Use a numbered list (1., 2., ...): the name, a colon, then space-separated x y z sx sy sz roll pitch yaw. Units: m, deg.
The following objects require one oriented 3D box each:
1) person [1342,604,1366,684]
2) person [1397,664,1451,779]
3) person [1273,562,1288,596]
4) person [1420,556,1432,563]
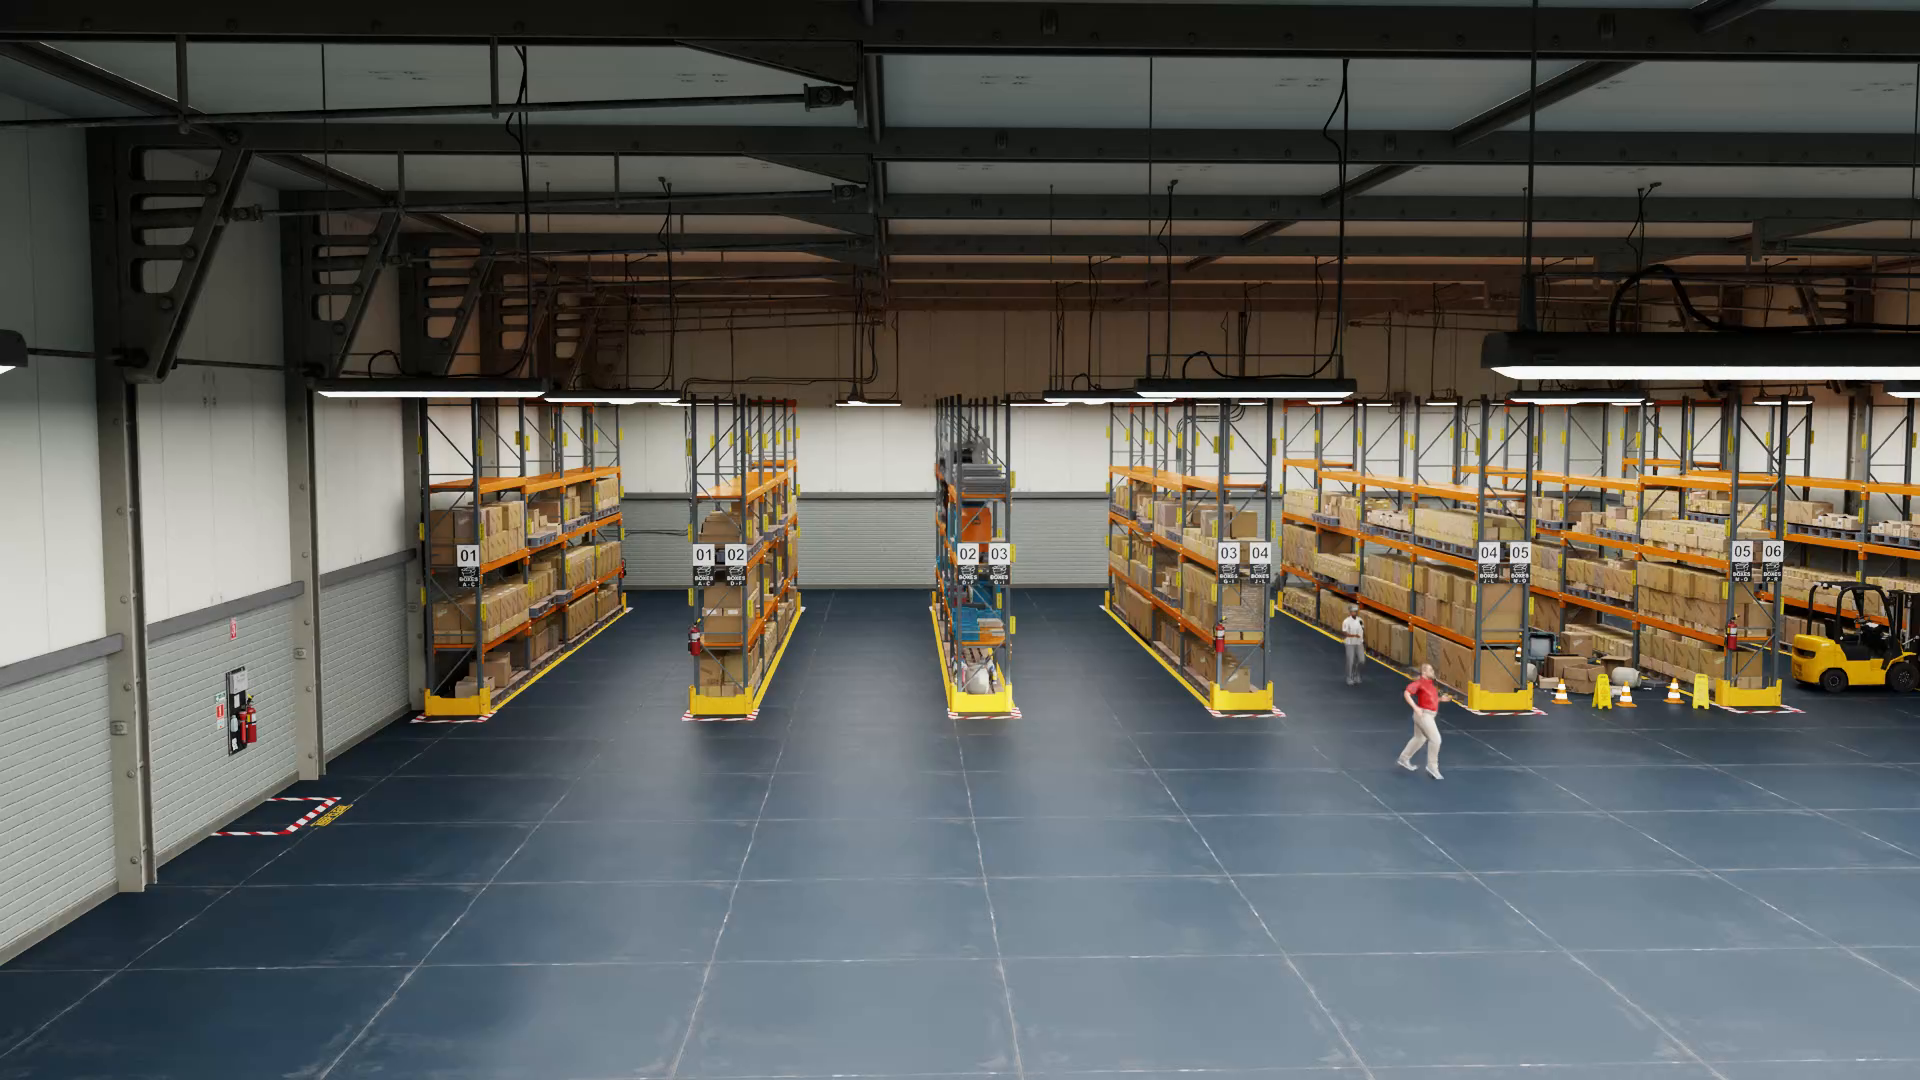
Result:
1. person: 8.198 2.164 34.484 0.549 1.671 0.649 0 5 -6
2. person: 7.263 2.828 26.019 0.796 1.803 0.642 2 5 25
3. person: 9.489 1.062 49.141 0.513 1.573 0.689 1 5 16
4. person: 13.787 0.993 49.305 0.645 1.666 0.601 0 4 2
